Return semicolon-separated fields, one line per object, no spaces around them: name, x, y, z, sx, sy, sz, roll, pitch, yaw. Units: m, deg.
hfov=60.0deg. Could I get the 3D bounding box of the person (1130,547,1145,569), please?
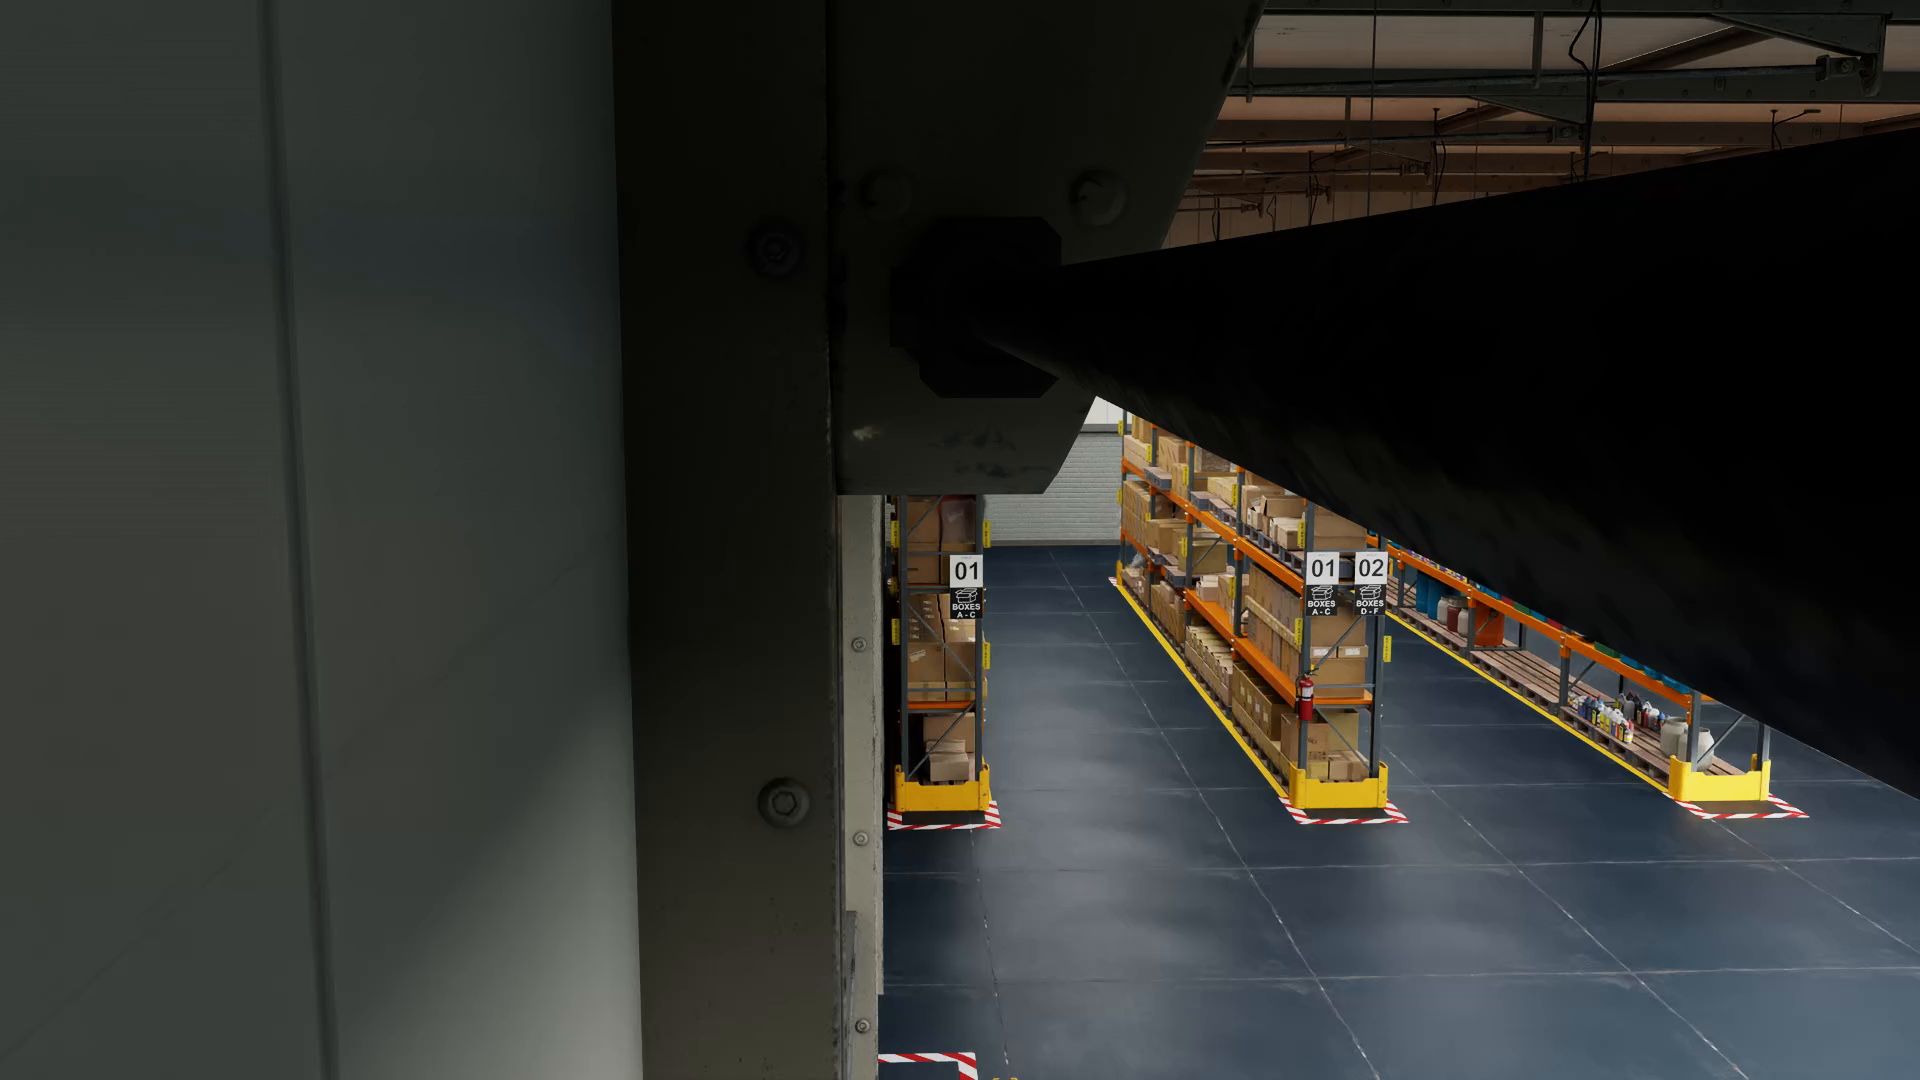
person;4.143;-0.064;37.640;0.651;1.753;0.684;0;8;2
